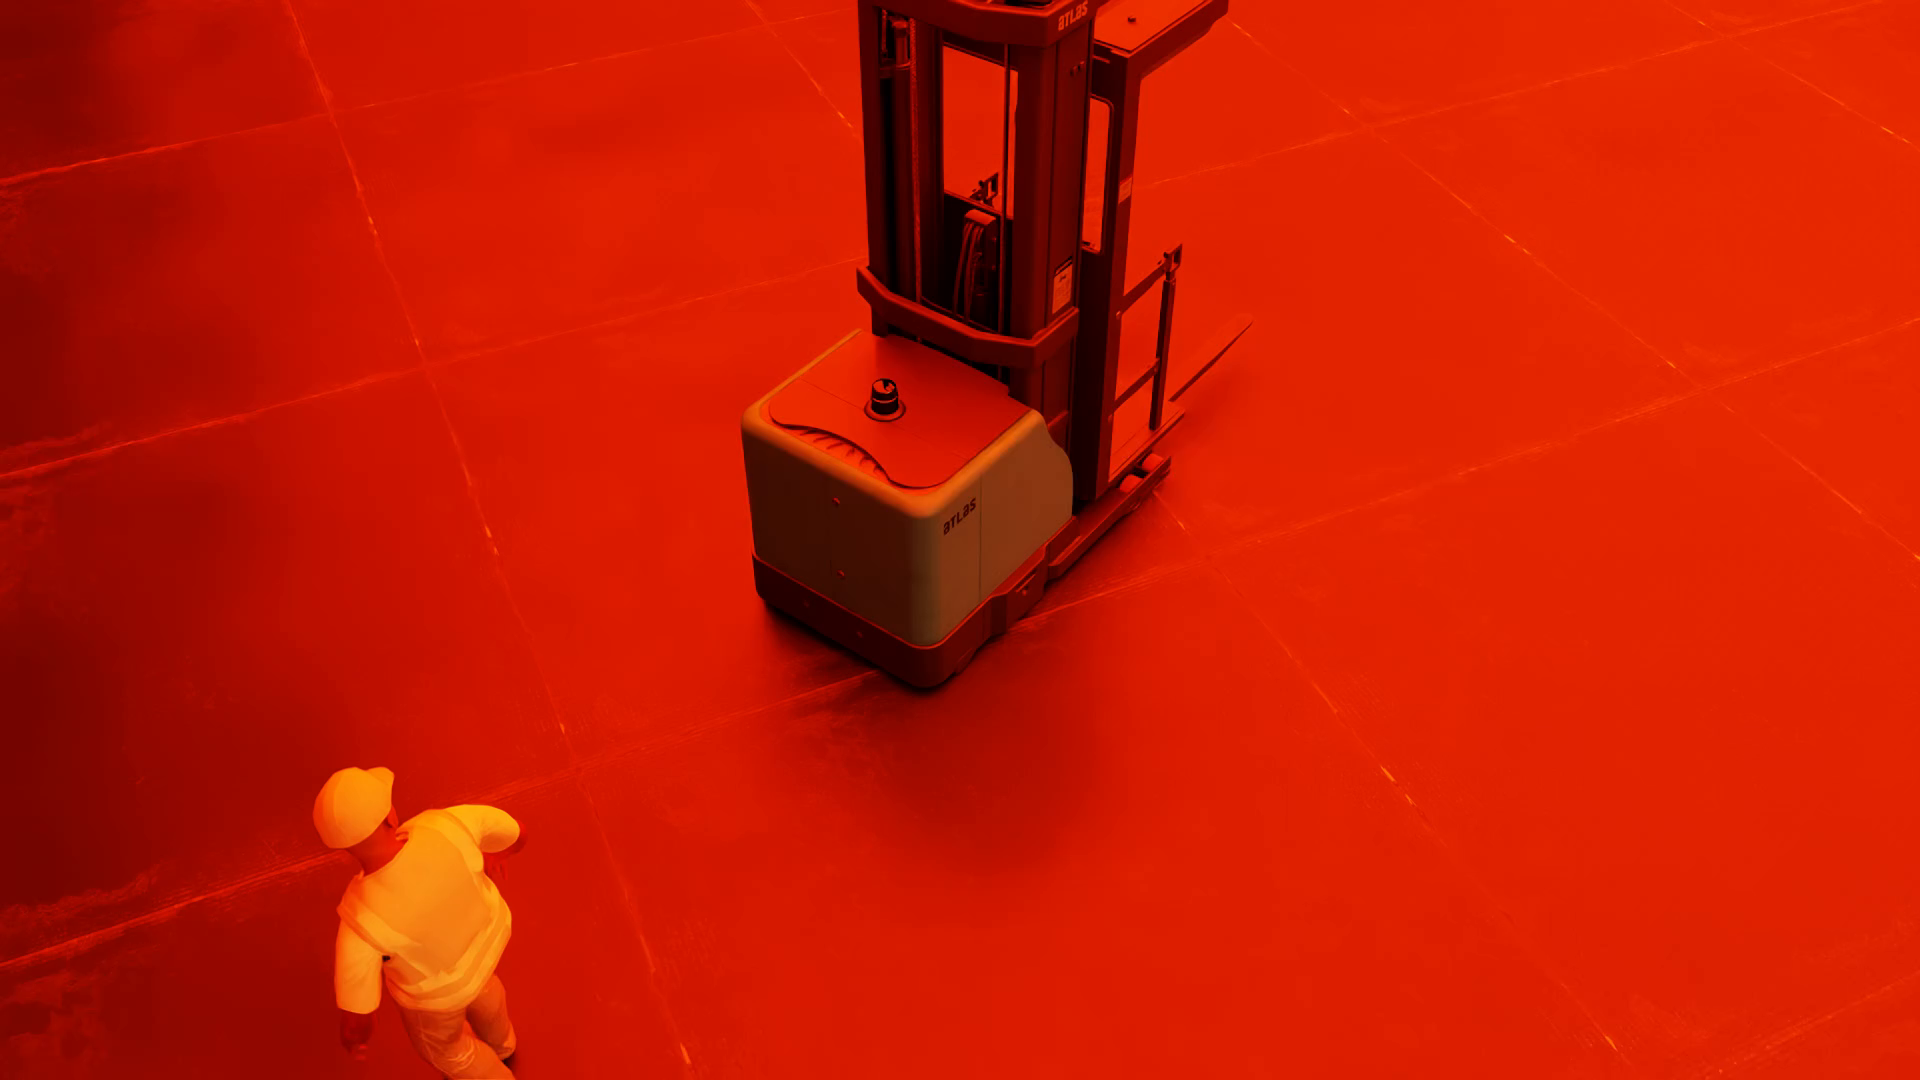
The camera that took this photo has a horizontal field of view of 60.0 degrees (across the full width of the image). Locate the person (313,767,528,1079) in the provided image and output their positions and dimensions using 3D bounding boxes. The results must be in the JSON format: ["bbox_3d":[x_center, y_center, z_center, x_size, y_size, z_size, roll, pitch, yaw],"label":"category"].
[{"bbox_3d":[-1.678,1.283,5.177,0.523,1.743,0.794,14,45,15],"label":"person"}]

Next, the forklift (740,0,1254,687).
[{"bbox_3d":[0.369,-1.403,7.184,1.130,2.935,3.031,27,50,26],"label":"forklift"}]
